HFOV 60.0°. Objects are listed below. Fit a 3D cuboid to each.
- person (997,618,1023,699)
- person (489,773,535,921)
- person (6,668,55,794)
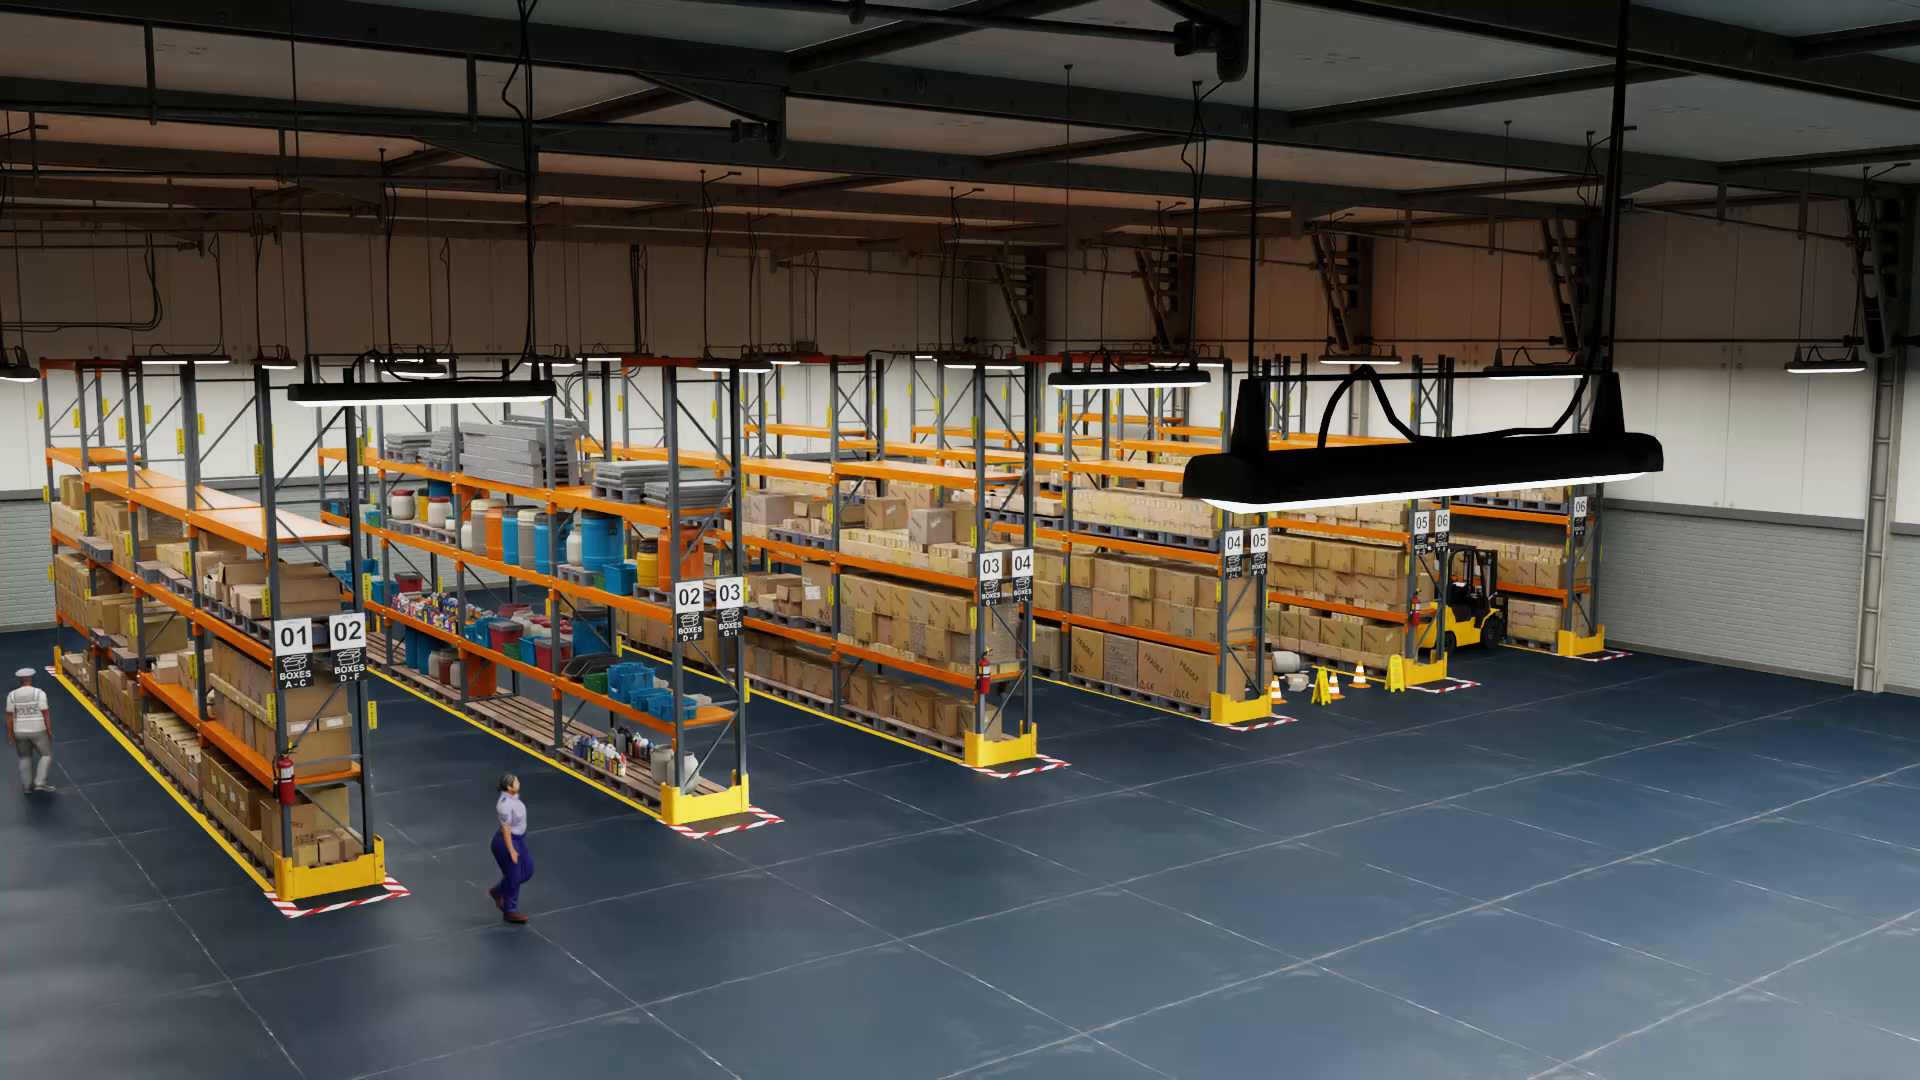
[{"bbox_3d":[0.840,1.983,29.354,0.753,1.690,0.648,-4,8,-28],"label":"person"},{"bbox_3d":[-4.958,3.330,18.146,0.517,1.634,0.473,1,7,7],"label":"person"},{"bbox_3d":[-12.999,2.677,23.232,0.576,1.761,0.533,-1,7,-10],"label":"person"}]
